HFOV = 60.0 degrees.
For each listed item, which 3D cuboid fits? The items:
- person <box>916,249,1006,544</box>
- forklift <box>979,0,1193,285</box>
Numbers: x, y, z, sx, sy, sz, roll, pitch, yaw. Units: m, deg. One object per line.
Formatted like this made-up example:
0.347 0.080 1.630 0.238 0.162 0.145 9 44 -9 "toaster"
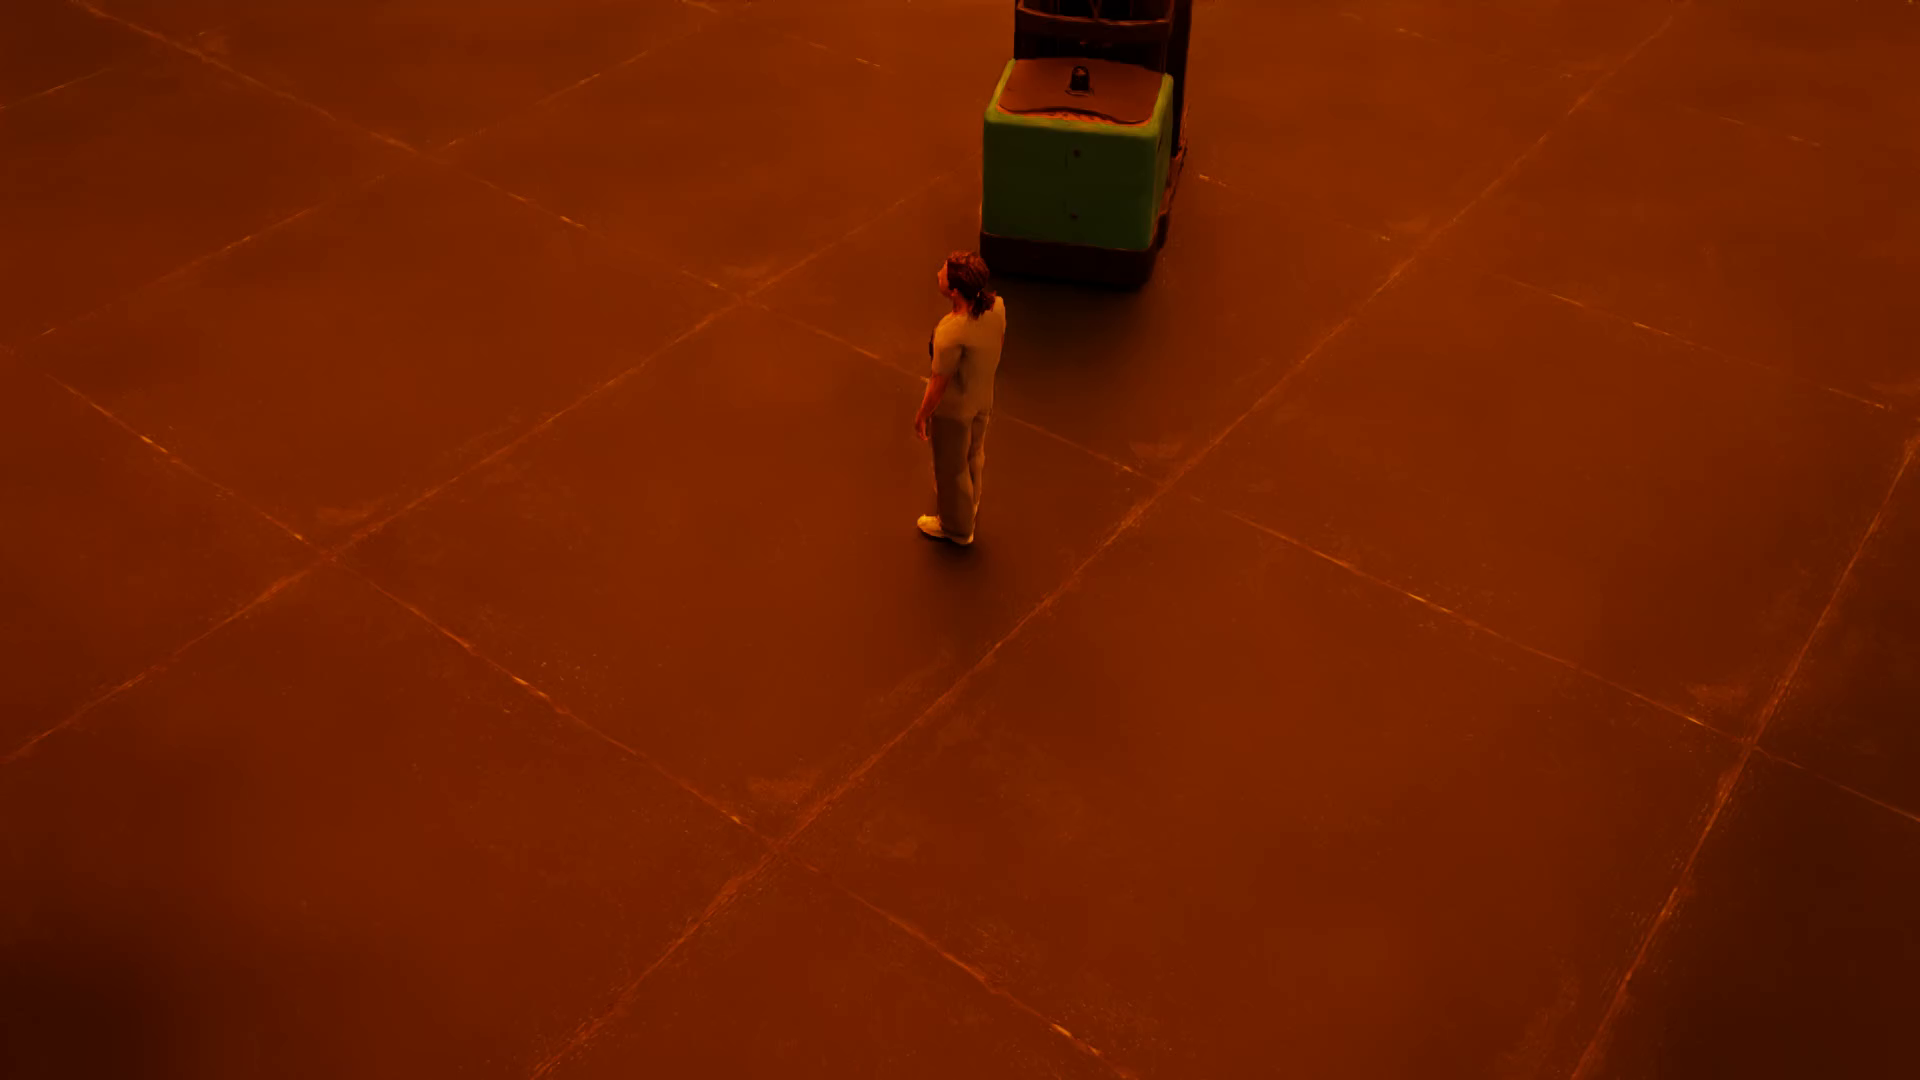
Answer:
-0.051 -0.673 7.833 0.548 1.658 0.550 26 47 28 "person"
0.935 -3.613 10.312 1.130 2.935 3.031 8 41 9 "forklift"
